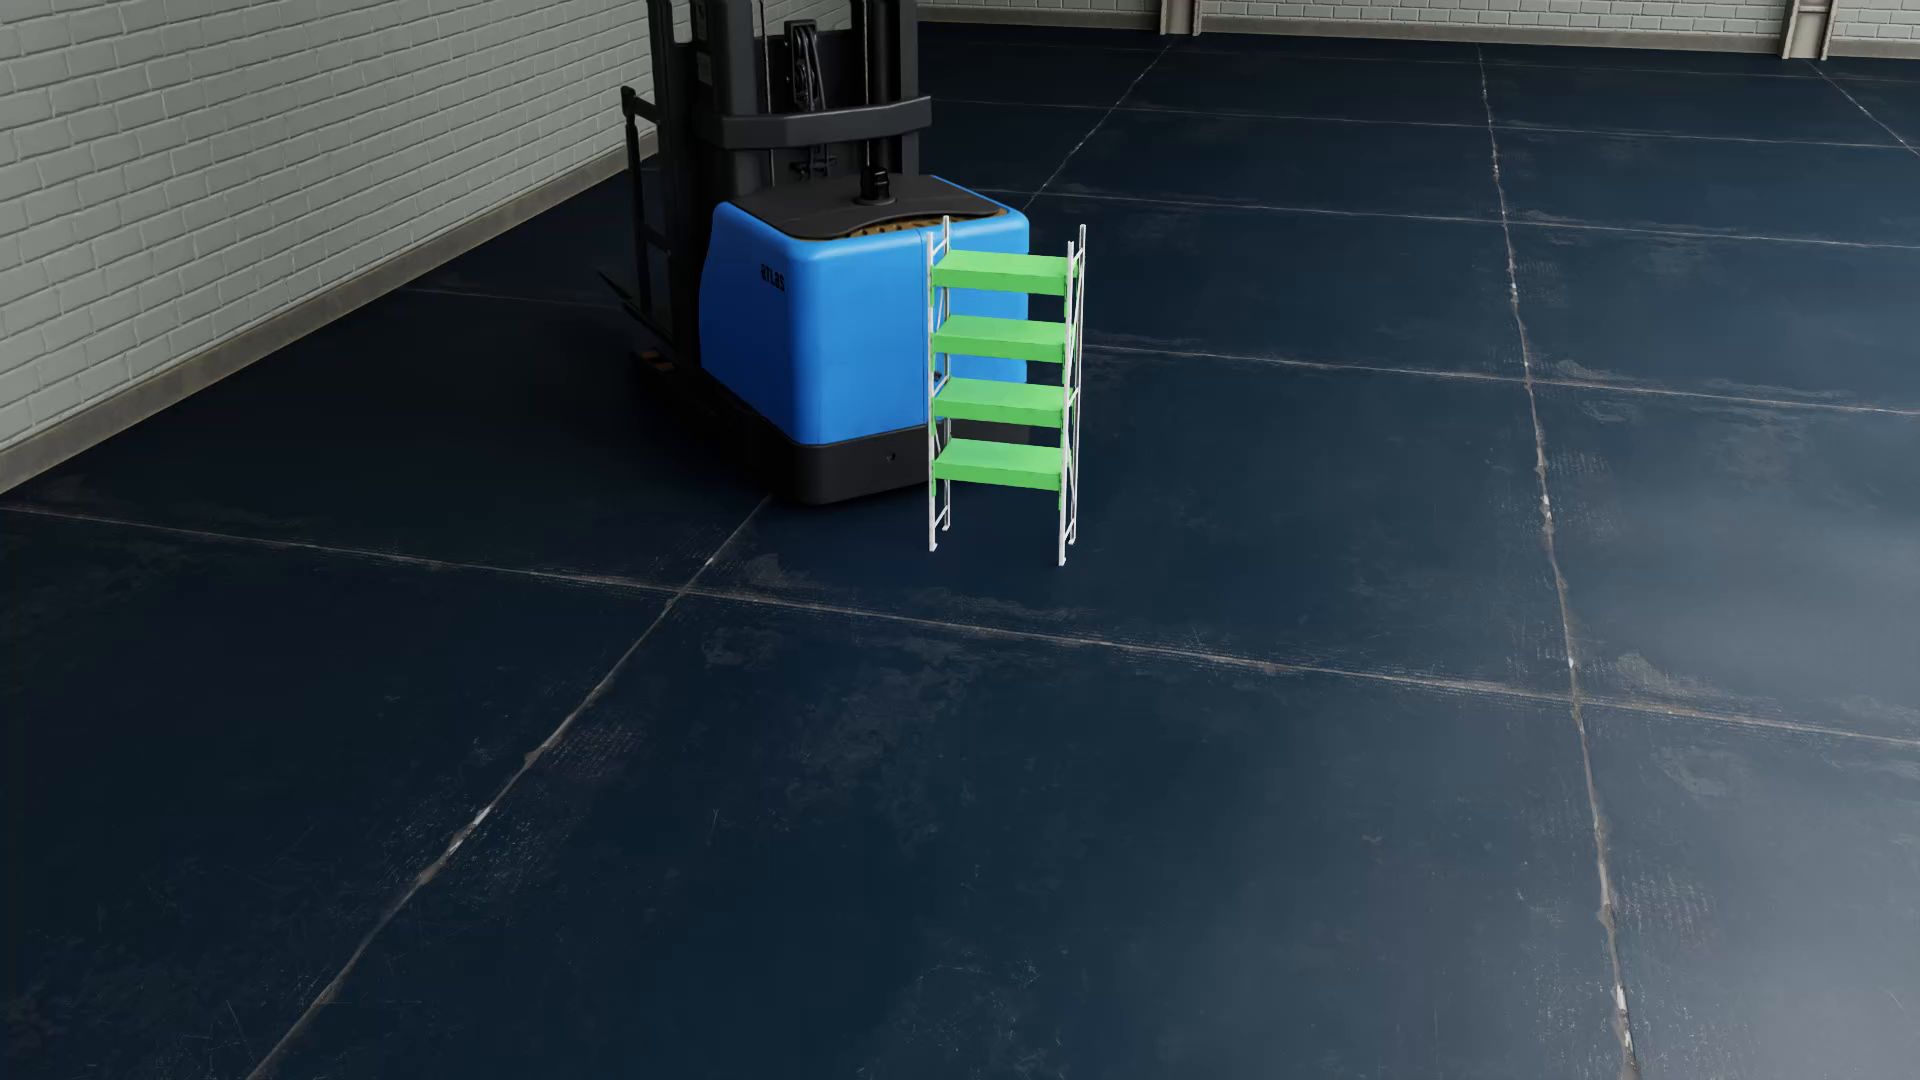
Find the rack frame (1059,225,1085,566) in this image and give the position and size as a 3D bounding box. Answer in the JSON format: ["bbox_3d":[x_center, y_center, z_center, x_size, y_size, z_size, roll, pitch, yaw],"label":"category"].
[{"bbox_3d":[0.397,-0.498,5.900,0.015,1.200,0.240,6,26,13],"label":"rack frame"}]

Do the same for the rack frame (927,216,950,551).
[{"bbox_3d":[-0.076,-0.550,6.010,0.015,1.200,0.240,6,26,13],"label":"rack frame"}]

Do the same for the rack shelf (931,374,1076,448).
[{"bbox_3d":[0.160,-0.466,5.982,0.480,0.148,0.258,6,26,13],"label":"rack shelf"}]

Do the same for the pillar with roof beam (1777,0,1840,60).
[{"bbox_3d":[7.044,-6.935,10.348,0.400,9.000,9.100,6,26,13],"label":"pillar with roof beam"}]

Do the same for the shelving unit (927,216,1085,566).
[{"bbox_3d":[0.160,-0.524,5.955,0.503,1.200,0.258,6,26,13],"label":"shelving unit"}]

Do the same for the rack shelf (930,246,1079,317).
[{"bbox_3d":[0.160,-0.900,5.776,0.480,0.148,0.258,6,26,13],"label":"rack shelf"}]

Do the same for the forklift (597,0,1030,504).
[{"bbox_3d":[-0.875,-2.055,7.157,1.130,2.935,3.031,-14,29,-26],"label":"forklift"}]

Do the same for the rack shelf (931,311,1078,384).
[{"bbox_3d":[0.160,-0.683,5.879,0.480,0.148,0.258,6,26,13],"label":"rack shelf"}]

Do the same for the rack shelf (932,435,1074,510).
[{"bbox_3d":[0.160,-0.250,6.085,0.480,0.148,0.258,6,26,13],"label":"rack shelf"}]

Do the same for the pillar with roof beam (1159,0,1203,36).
[{"bbox_3d":[1.233,-7.577,11.697,0.400,9.000,9.100,6,26,13],"label":"pillar with roof beam"}]
